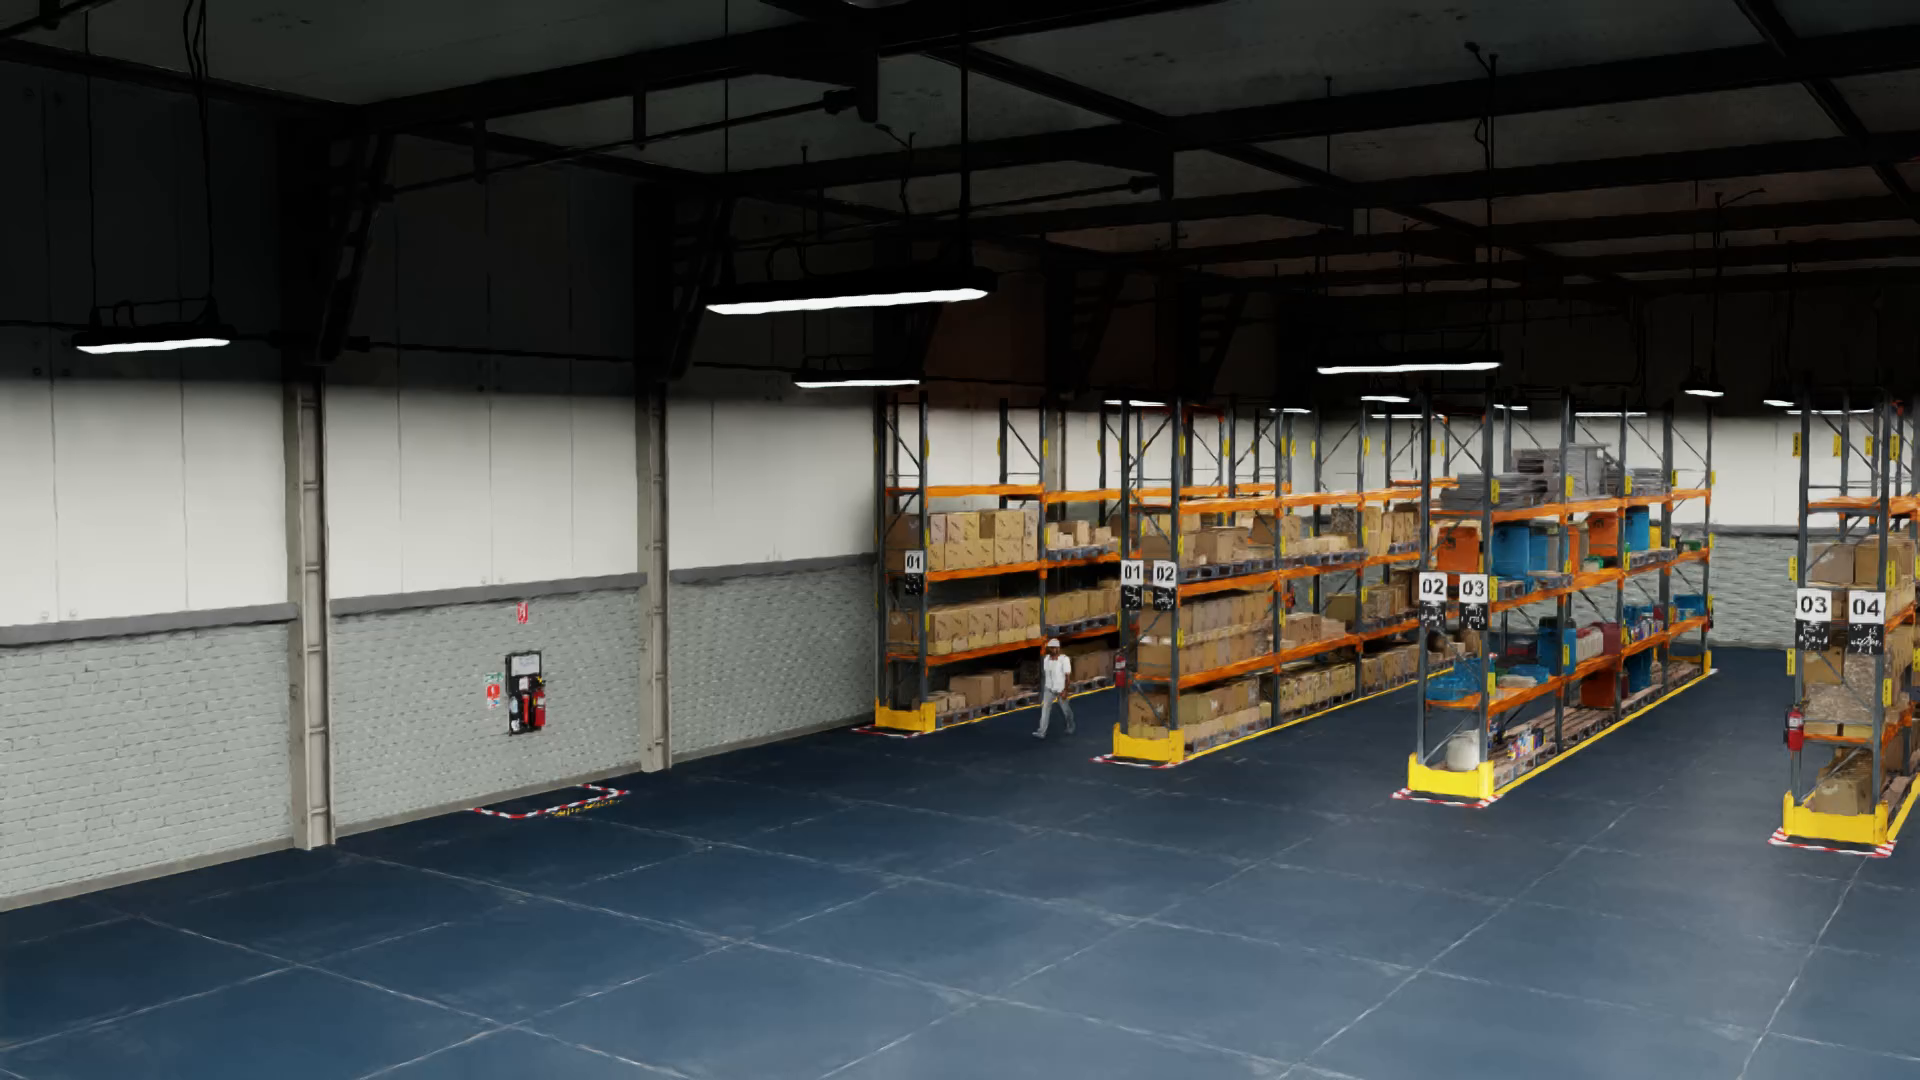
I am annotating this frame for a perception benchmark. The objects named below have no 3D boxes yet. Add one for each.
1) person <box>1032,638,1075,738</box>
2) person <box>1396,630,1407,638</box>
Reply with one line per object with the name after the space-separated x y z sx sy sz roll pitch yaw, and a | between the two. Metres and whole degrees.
1.661 2.551 28.769 0.583 1.707 1.084 2 4 33 | person
10.967 1.911 41.042 0.424 1.599 0.503 1 3 19 | person
